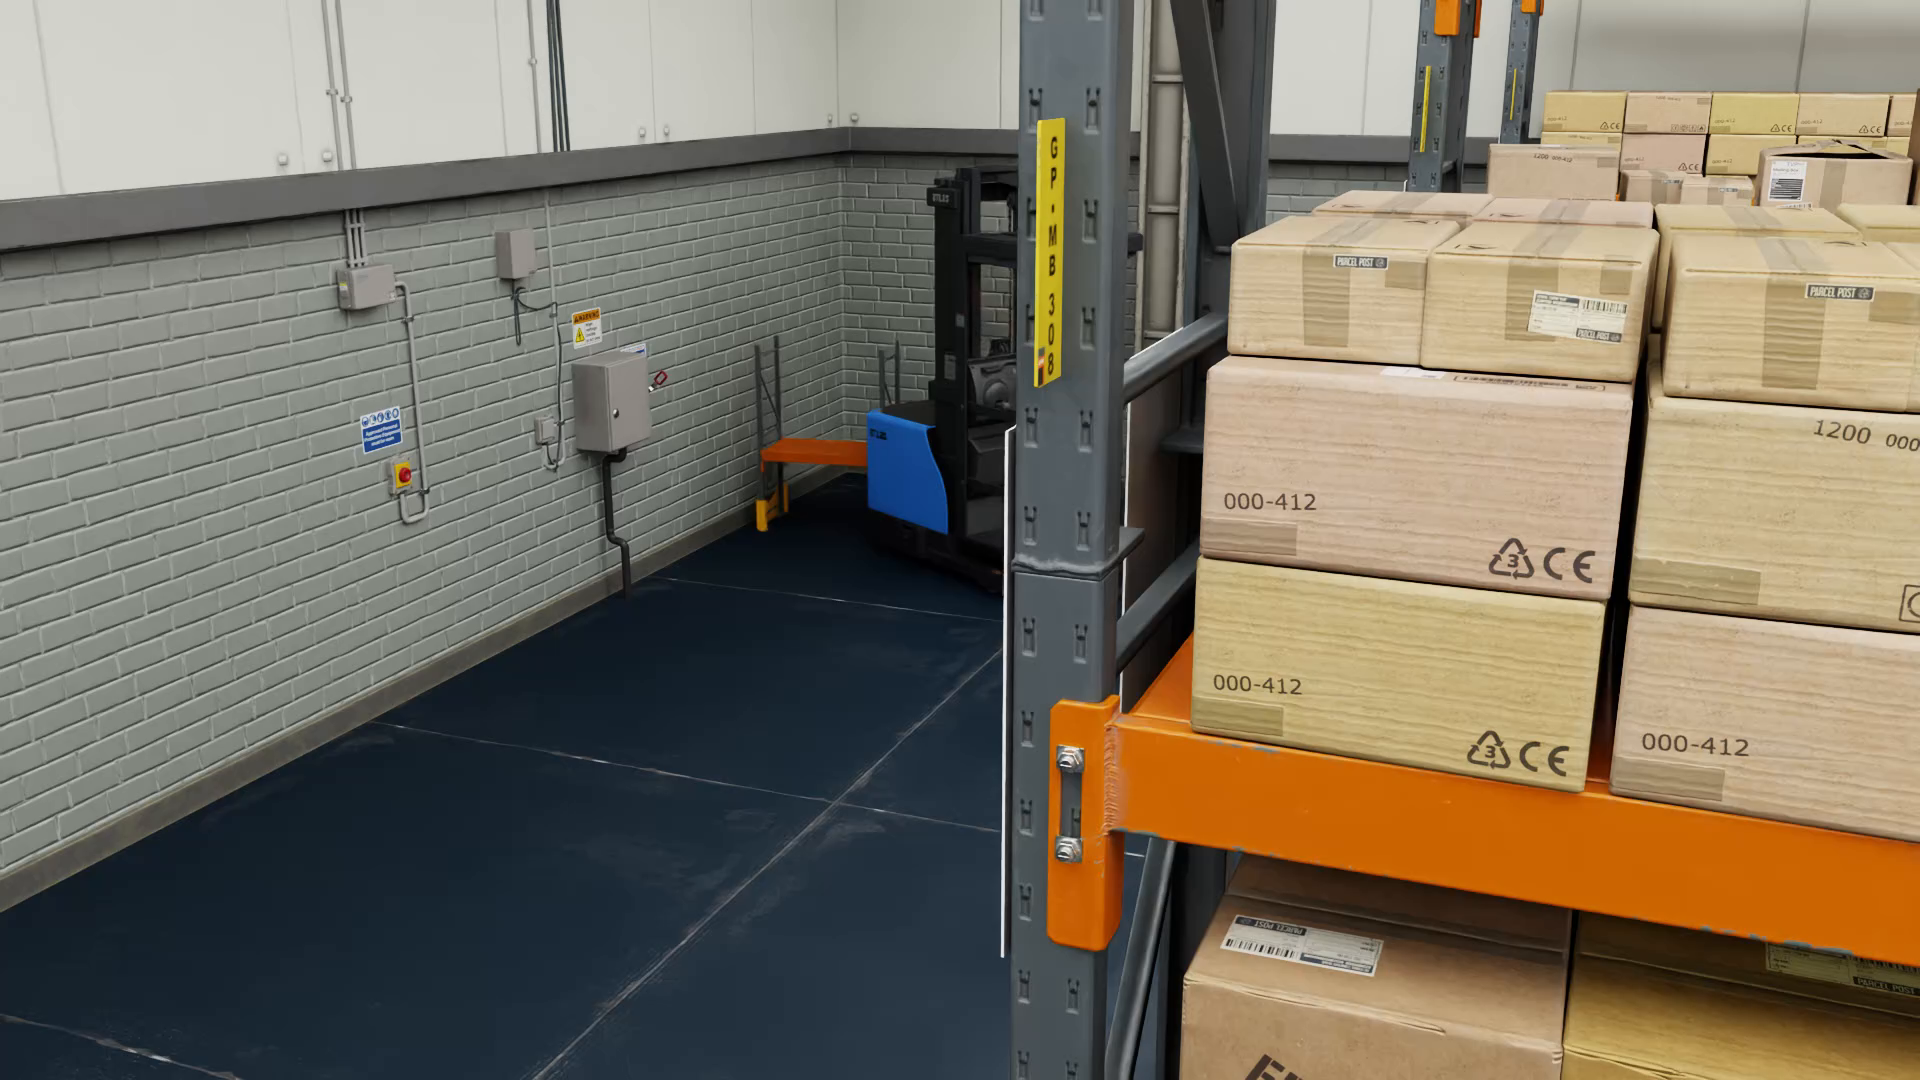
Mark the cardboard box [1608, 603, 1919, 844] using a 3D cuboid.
[{"bbox_3d":[1.124,0.159,2.134,0.500,0.250,0.500,7,18,22],"label":"cardboard box"}]

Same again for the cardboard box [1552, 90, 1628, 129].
[{"bbox_3d":[4.368,-3.000,11.585,0.500,0.250,0.500,6,17,19],"label":"cardboard box"}]

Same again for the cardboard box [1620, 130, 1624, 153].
[{"bbox_3d":[4.366,-2.758,11.648,0.500,0.250,0.500,6,17,20],"label":"cardboard box"}]

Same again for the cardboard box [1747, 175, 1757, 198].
[{"bbox_3d":[5.243,-2.311,10.825,0.250,0.149,0.380,6,17,20],"label":"cardboard box"}]

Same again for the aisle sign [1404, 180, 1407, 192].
[{"bbox_3d":[1.861,-1.114,6.969,0.004,0.787,0.394,6,17,21],"label":"aisle sign"}]

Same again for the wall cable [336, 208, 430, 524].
[{"bbox_3d":[-3.219,-1.007,9.385,0.123,1.953,0.585,6,17,21],"label":"wall cable"}]

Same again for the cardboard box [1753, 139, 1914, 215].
[{"bbox_3d":[3.409,-1.415,6.515,0.500,0.311,0.500,7,17,22],"label":"cardboard box"}]

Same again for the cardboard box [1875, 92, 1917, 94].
[{"bbox_3d":[6.257,-2.789,10.859,0.500,0.250,0.500,6,17,20],"label":"cardboard box"}]

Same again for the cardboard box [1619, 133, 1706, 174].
[{"bbox_3d":[4.645,-2.570,11.001,0.500,0.250,0.500,7,17,22],"label":"cardboard box"}]

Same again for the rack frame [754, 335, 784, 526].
[{"bbox_3d":[-1.544,-0.876,13.502,0.032,1.500,0.500,4,17,13],"label":"rack frame"}]

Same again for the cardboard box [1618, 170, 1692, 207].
[{"bbox_3d":[2.906,-1.458,6.955,0.250,0.149,0.380,5,17,16],"label":"cardboard box"}]

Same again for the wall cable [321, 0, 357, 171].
[{"bbox_3d":[-3.360,-3.324,8.481,0.029,3.000,0.463,6,17,21],"label":"wall cable"}]

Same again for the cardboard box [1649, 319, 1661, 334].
[{"bbox_3d":[1.310,-0.215,2.526,0.500,0.250,0.500,6,17,19],"label":"cardboard box"}]

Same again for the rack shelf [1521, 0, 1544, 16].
[{"bbox_3d":[5.713,-3.551,10.560,4.000,0.370,1.077,6,17,21],"label":"rack shelf"}]

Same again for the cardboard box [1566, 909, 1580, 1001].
[{"bbox_3d":[0.829,0.672,2.973,0.500,0.500,0.500,6,17,19],"label":"cardboard box"}]

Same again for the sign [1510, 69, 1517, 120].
[{"bbox_3d":[3.653,-2.941,10.976,0.005,0.325,0.100,6,17,21],"label":"sign"}]

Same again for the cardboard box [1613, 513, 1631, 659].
[{"bbox_3d":[1.310,0.020,2.613,0.500,0.250,0.500,6,17,21],"label":"cardboard box"}]

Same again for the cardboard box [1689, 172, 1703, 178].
[{"bbox_3d":[4.743,-2.346,10.943,0.250,0.149,0.380,7,17,22],"label":"cardboard box"}]

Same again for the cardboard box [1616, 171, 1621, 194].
[{"bbox_3d":[4.317,-2.428,11.229,0.250,0.149,0.380,7,17,22],"label":"cardboard box"}]

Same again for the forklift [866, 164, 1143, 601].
[{"bbox_3d":[0.583,-1.141,11.847,1.130,2.935,3.031,-13,20,-37],"label":"forklift"}]

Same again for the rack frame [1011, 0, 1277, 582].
[{"bbox_3d":[0.312,-1.521,2.271,0.127,3.000,1.000,6,17,21],"label":"rack frame"}]

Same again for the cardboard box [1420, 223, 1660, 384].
[{"bbox_3d":[0.761,-0.317,2.161,0.250,0.149,0.380,7,18,23],"label":"cardboard box"}]

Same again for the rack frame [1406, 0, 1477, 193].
[{"bbox_3d":[2.035,-2.815,6.729,0.127,3.000,1.000,6,17,21],"label":"rack frame"}]

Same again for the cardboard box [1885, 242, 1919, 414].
[{"bbox_3d":[1.212,-0.245,1.914,0.250,0.149,0.380,7,17,21],"label":"cardboard box"}]

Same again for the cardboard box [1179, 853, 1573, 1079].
[{"bbox_3d":[0.633,0.804,2.517,0.500,0.500,0.500,6,17,20],"label":"cardboard box"}]

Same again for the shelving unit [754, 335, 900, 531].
[{"bbox_3d":[-1.058,-0.845,13.393,1.083,1.500,0.587,4,17,13],"label":"shelving unit"}]

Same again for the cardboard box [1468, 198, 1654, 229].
[{"bbox_3d":[0.931,-0.437,2.575,0.250,0.149,0.380,7,17,21],"label":"cardboard box"}]

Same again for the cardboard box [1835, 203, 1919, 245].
[{"bbox_3d":[1.447,-0.406,2.470,0.250,0.149,0.380,7,17,22],"label":"cardboard box"}]

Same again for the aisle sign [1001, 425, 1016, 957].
[{"bbox_3d":[0.134,0.182,2.503,0.004,0.787,0.394,6,17,21],"label":"aisle sign"}]

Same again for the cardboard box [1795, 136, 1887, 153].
[{"bbox_3d":[5.606,-2.467,10.648,0.500,0.250,0.500,6,17,20],"label":"cardboard box"}]

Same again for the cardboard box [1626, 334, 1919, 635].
[{"bbox_3d":[1.111,-0.083,2.070,0.500,0.250,0.500,6,17,20],"label":"cardboard box"}]

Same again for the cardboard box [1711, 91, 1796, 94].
[{"bbox_3d":[5.335,-2.896,11.229,0.500,0.250,0.500,6,17,21],"label":"cardboard box"}]

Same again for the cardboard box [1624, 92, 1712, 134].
[{"bbox_3d":[4.639,-2.805,10.916,0.500,0.250,0.500,6,17,20],"label":"cardboard box"}]

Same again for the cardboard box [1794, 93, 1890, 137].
[{"bbox_3d":[5.589,-2.708,10.580,0.500,0.250,0.500,7,18,22],"label":"cardboard box"}]

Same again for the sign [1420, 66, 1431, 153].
[{"bbox_3d":[1.825,-1.689,6.520,0.005,0.325,0.100,6,17,21],"label":"sign"}]

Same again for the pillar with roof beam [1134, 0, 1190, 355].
[{"bbox_3d":[0.095,-3.496,9.074,0.400,9.000,9.100,6,17,21],"label":"pillar with roof beam"}]

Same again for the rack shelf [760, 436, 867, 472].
[{"bbox_3d":[-1.049,-0.671,13.441,1.000,0.185,0.538,4,17,13],"label":"rack shelf"}]

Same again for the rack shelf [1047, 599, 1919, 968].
[{"bbox_3d":[2.173,0.470,2.085,4.000,0.370,1.077,6,17,21],"label":"rack shelf"}]

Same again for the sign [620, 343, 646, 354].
[{"bbox_3d":[-2.324,-1.138,11.884,0.001,0.494,0.329,6,17,21],"label":"sign"}]

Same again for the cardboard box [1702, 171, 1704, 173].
[{"bbox_3d":[4.958,-2.486,11.426,0.250,0.149,0.380,6,17,19],"label":"cardboard box"}]
